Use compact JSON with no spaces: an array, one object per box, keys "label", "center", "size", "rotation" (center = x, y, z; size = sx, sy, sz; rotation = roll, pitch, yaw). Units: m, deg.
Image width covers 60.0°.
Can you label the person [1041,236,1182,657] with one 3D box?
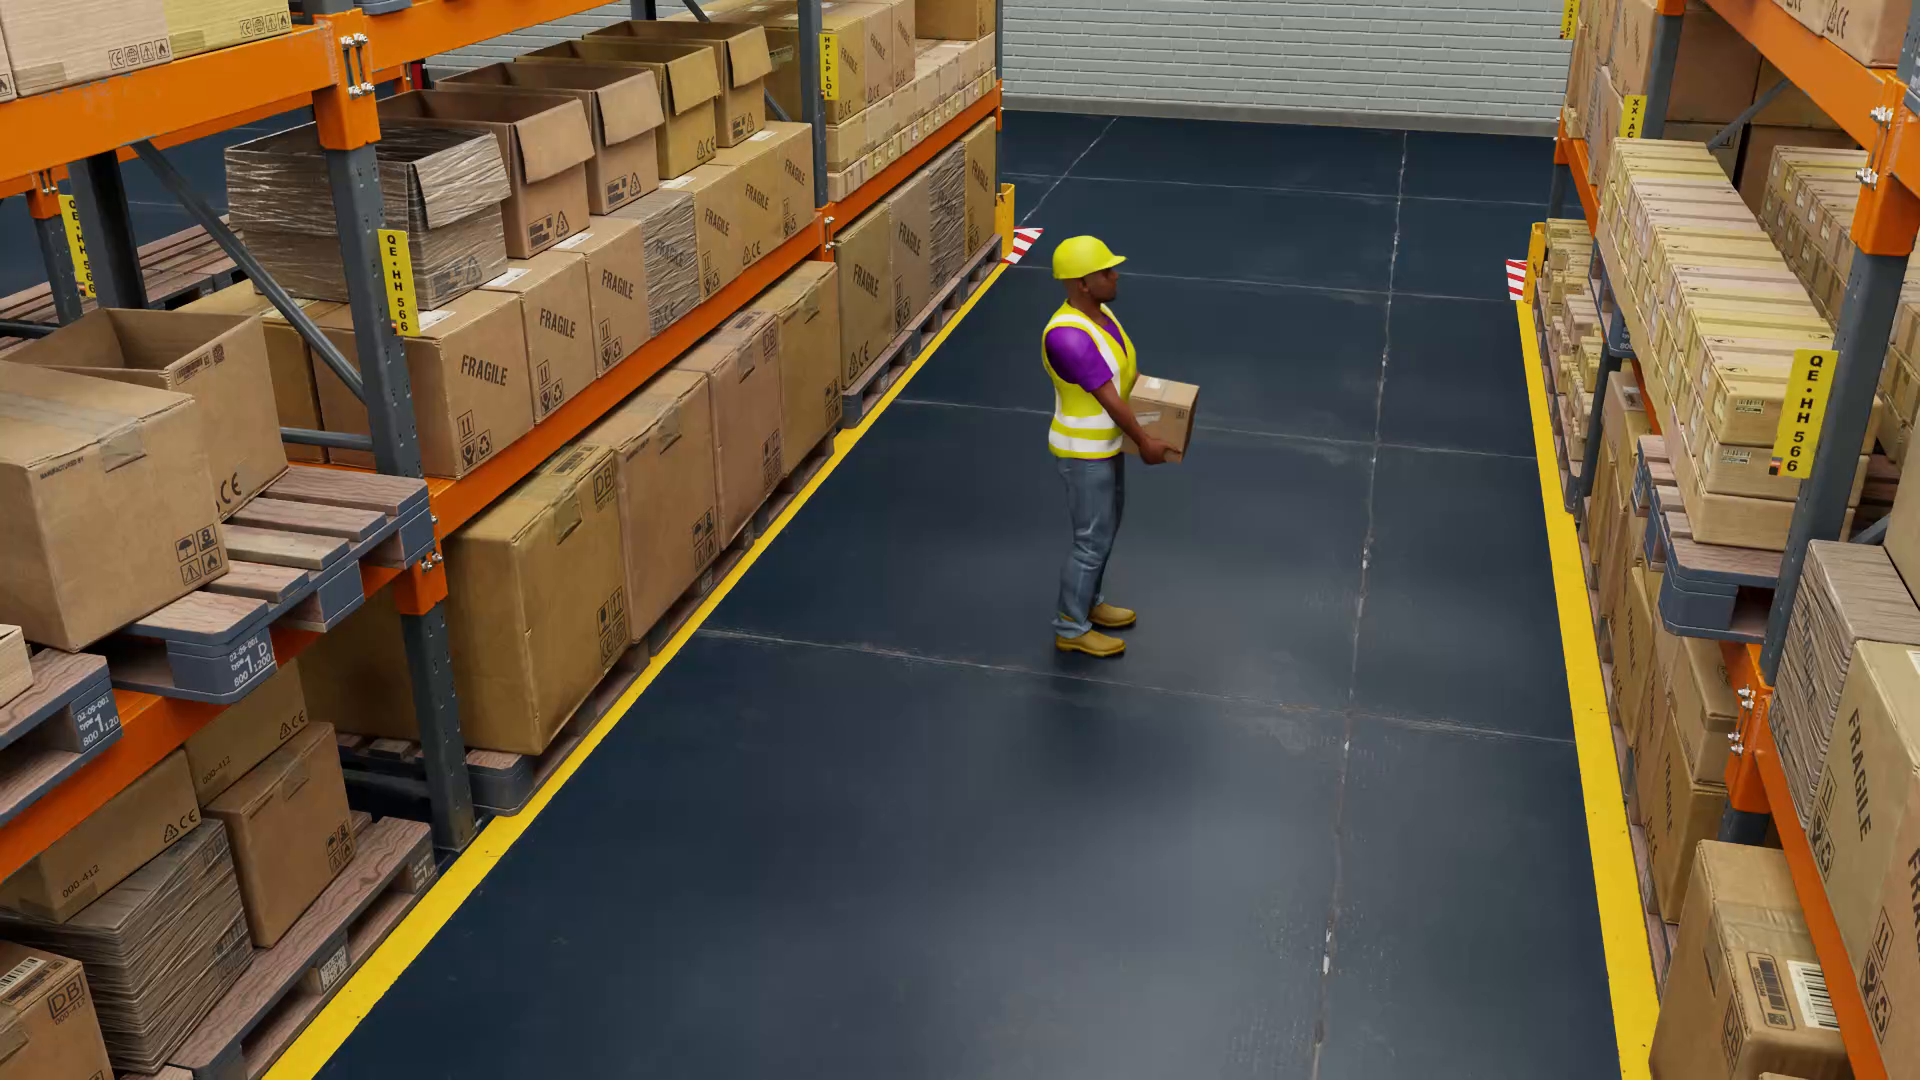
[{"label":"person","center":[0.644,-0.382,6.899],"size":[0.587,1.761,0.502],"rotation":[7,26,14]}]
